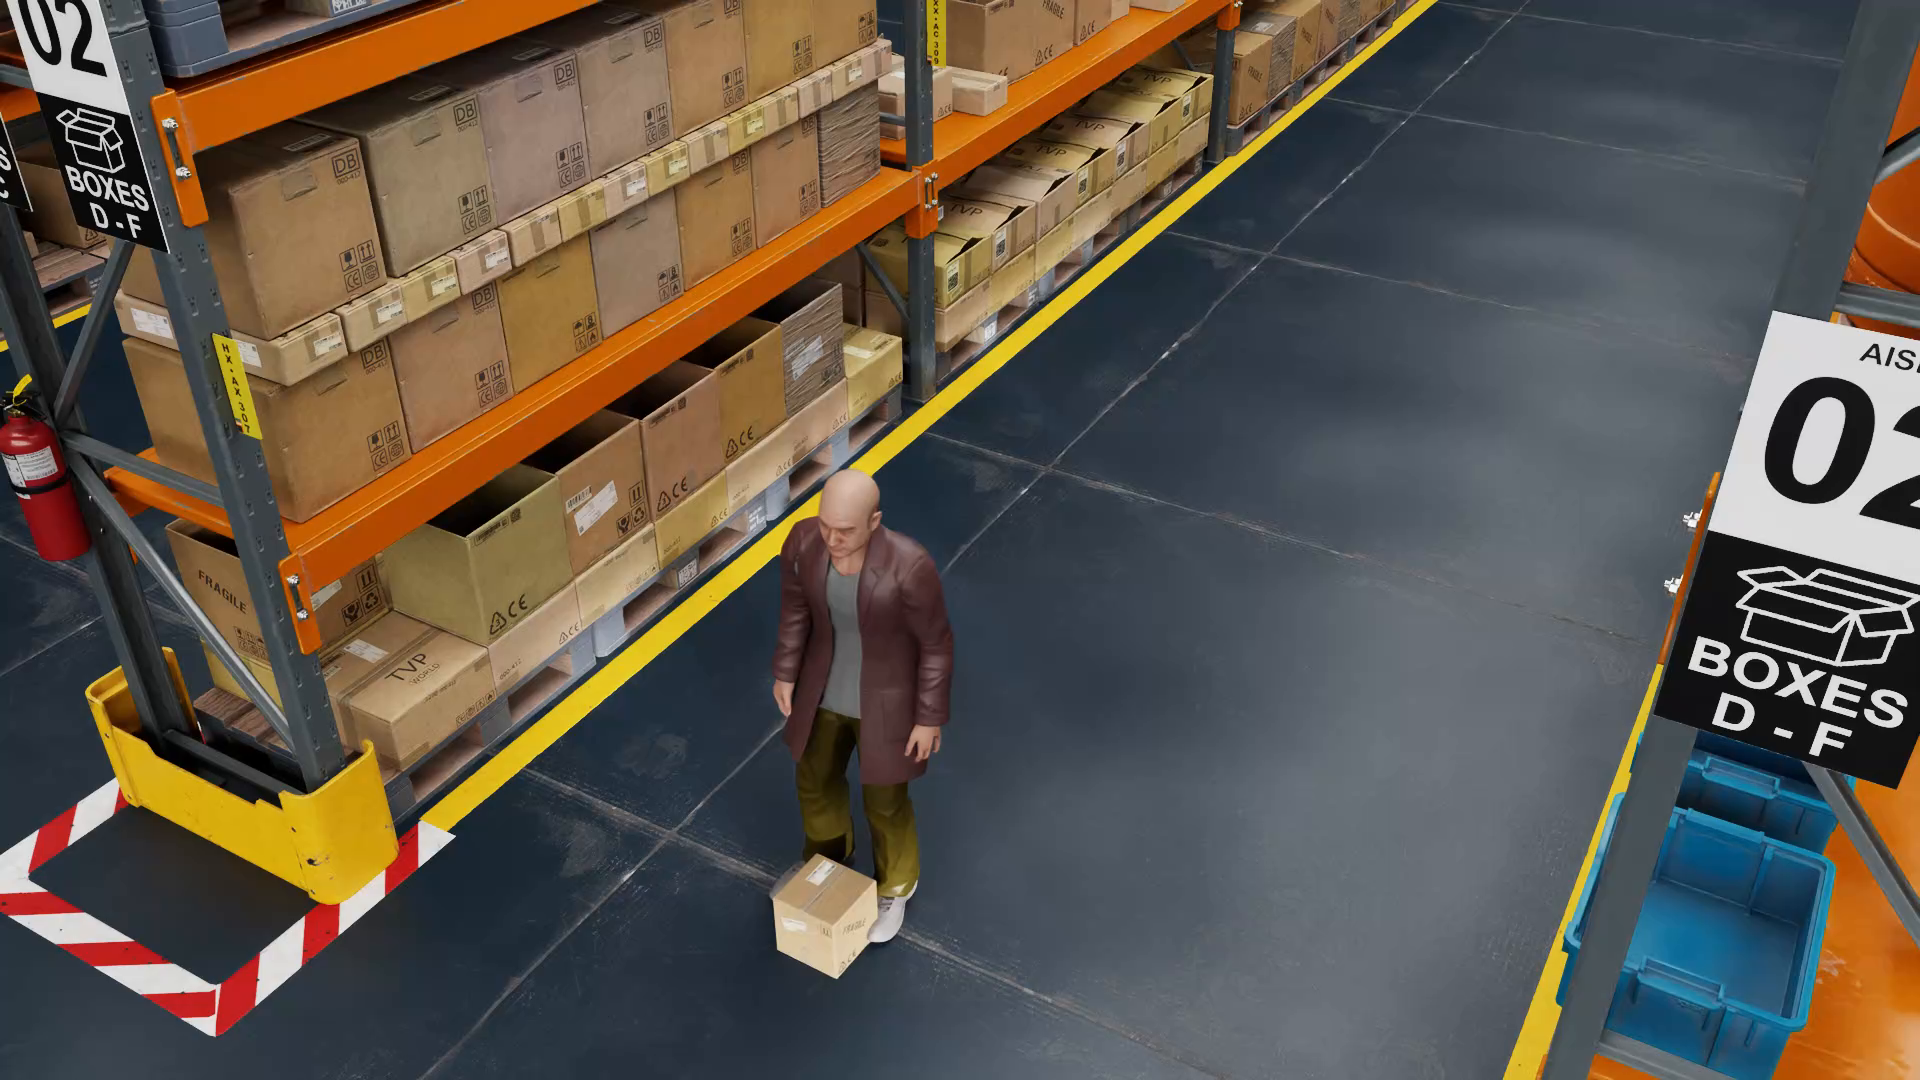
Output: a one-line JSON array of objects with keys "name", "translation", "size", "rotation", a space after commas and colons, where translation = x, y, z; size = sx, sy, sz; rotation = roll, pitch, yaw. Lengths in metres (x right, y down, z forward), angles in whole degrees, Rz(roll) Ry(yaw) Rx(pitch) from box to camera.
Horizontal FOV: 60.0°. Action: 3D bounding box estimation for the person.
[{"name": "person", "translation": [-0.329, 0.515, 5.385], "size": [0.644, 1.772, 0.429], "rotation": [16, 37, 22]}]
